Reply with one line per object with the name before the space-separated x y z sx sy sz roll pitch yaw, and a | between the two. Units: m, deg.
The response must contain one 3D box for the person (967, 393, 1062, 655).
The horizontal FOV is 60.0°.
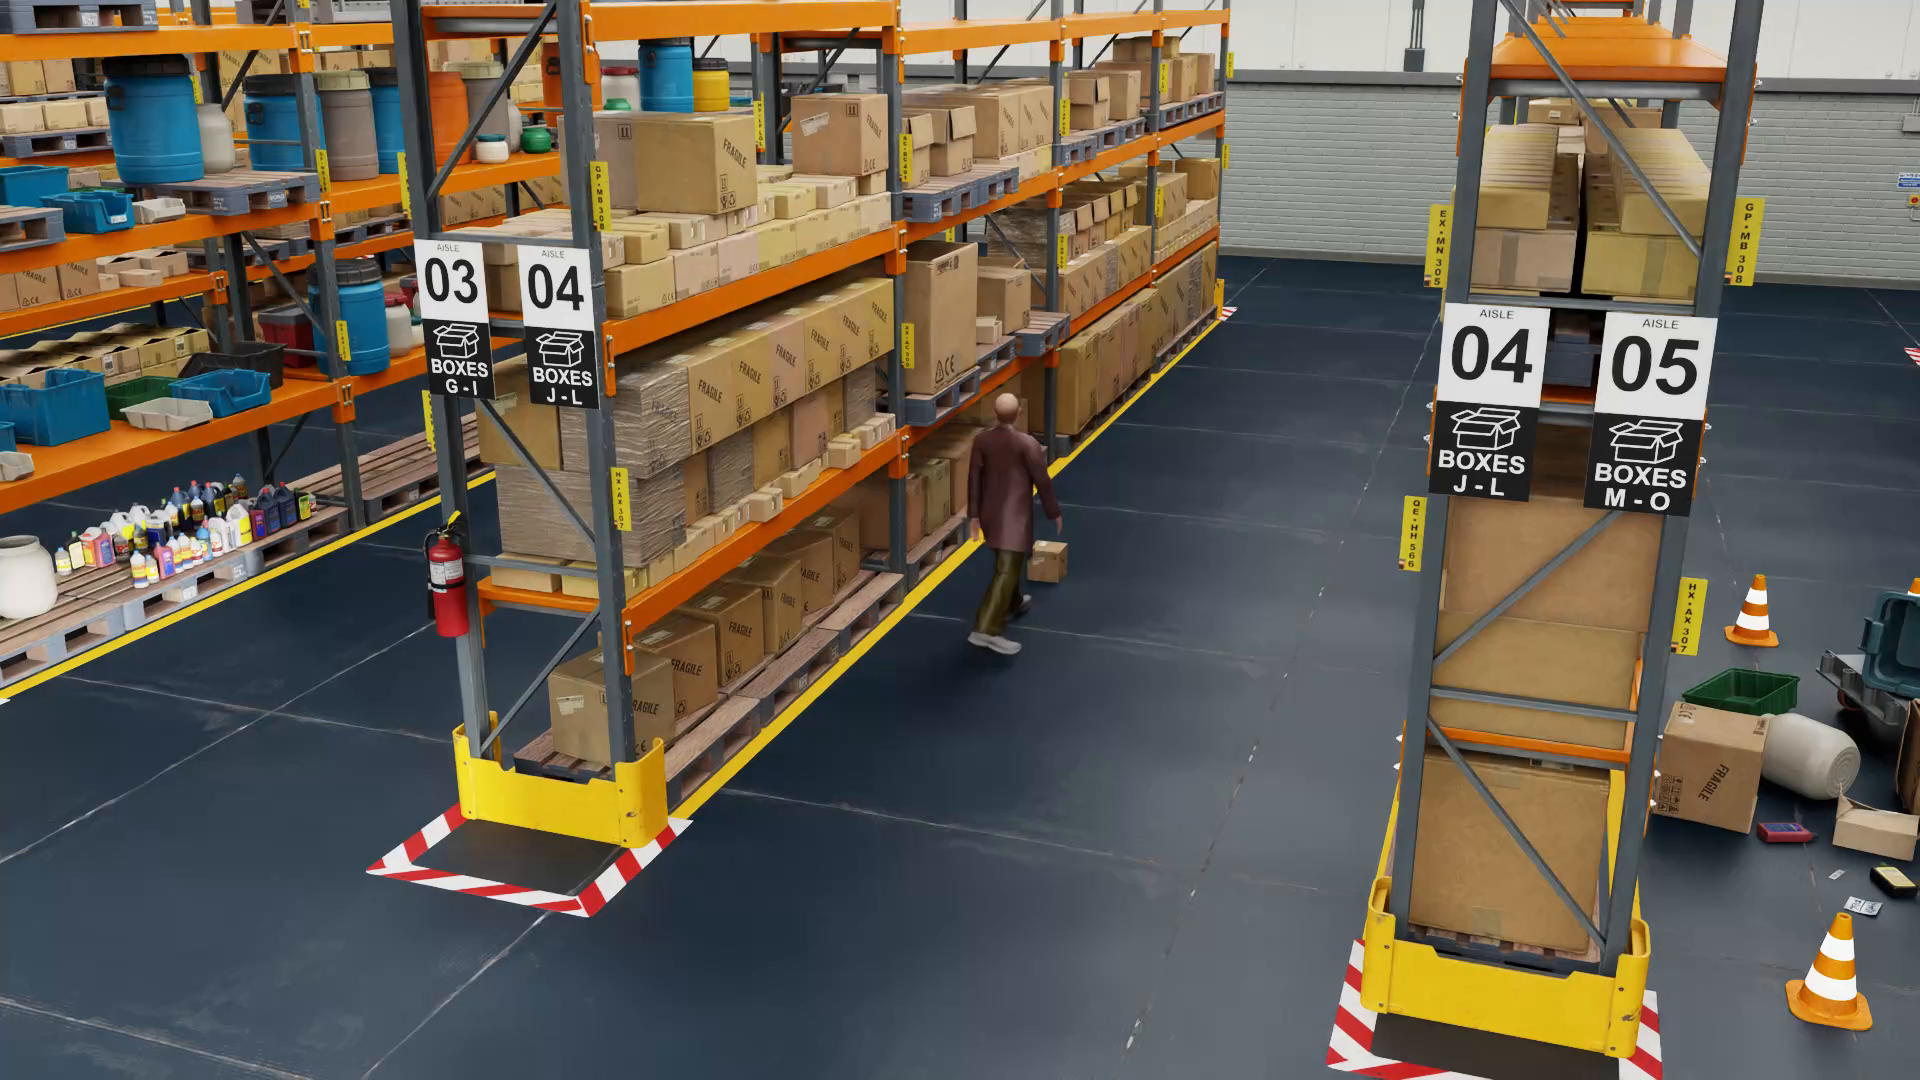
person | 0.357 -0.143 11.548 0.702 1.732 1.087 16 24 39
